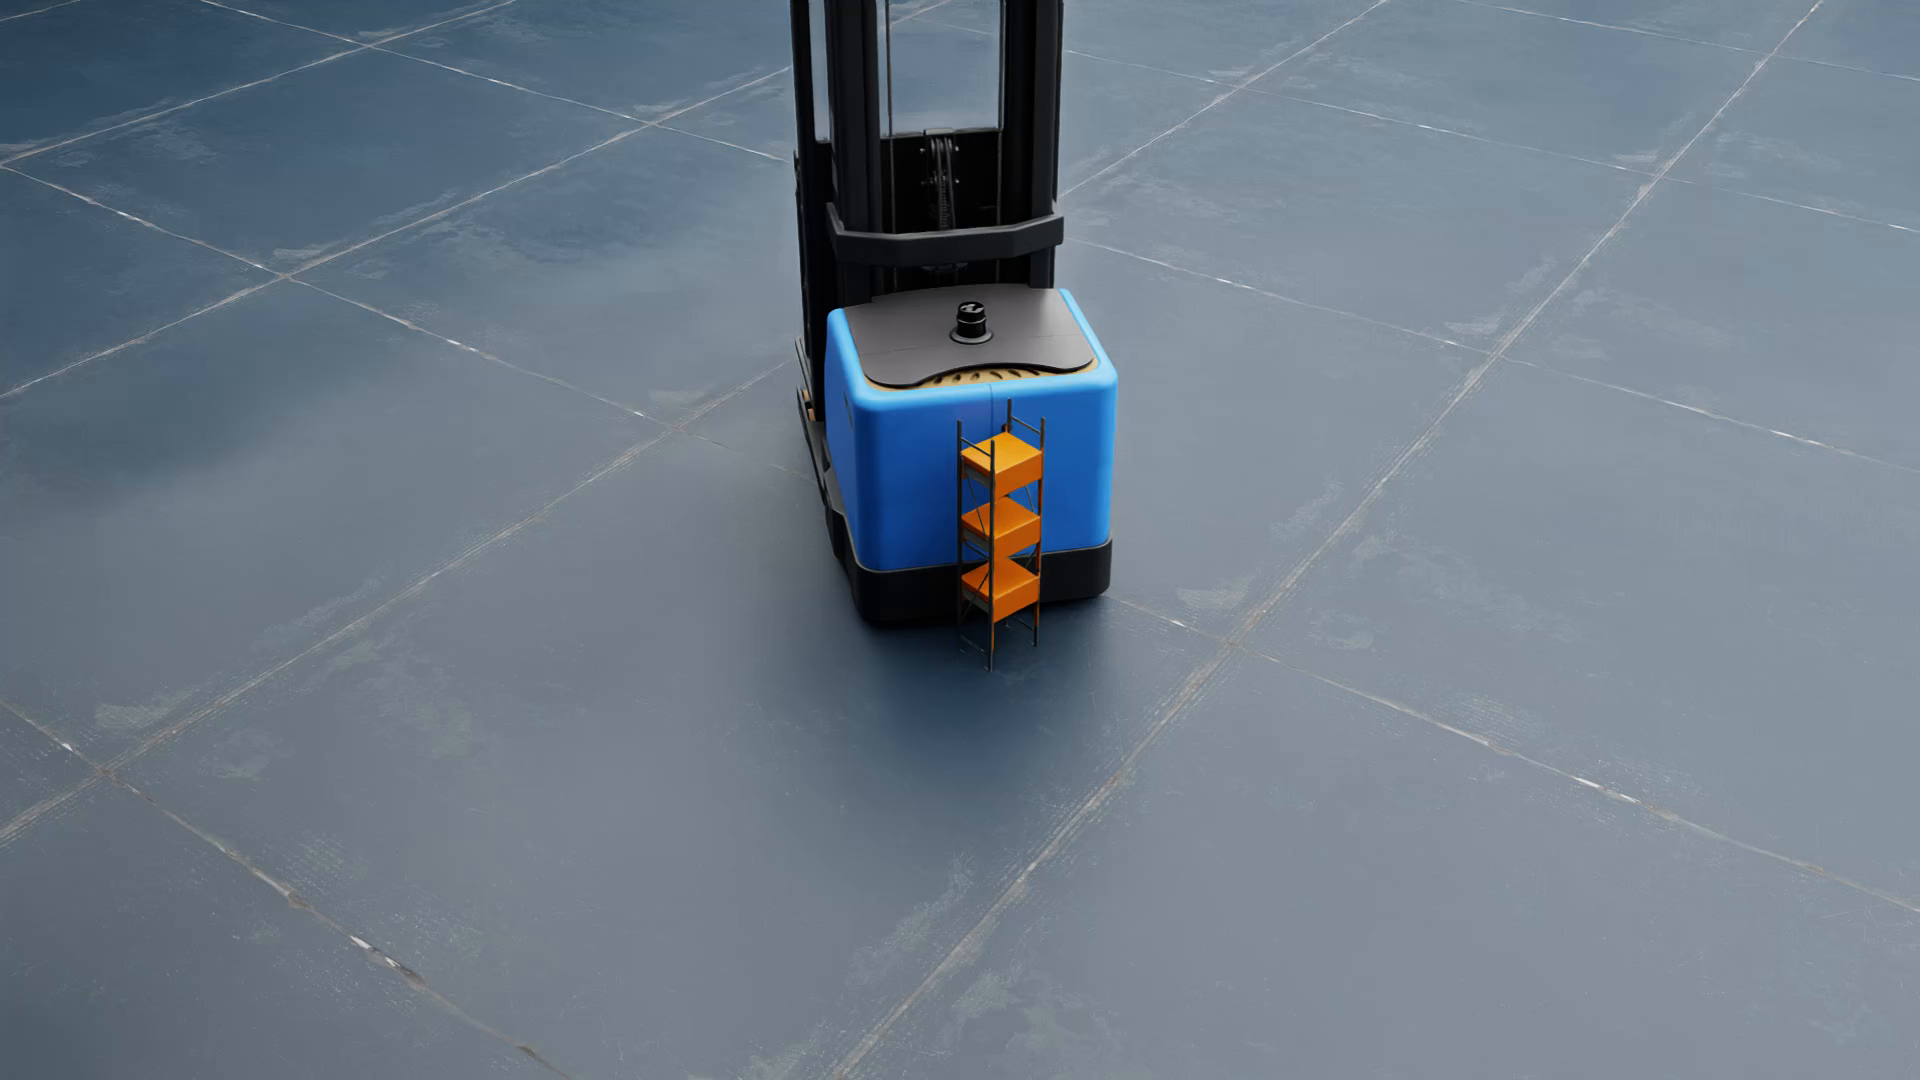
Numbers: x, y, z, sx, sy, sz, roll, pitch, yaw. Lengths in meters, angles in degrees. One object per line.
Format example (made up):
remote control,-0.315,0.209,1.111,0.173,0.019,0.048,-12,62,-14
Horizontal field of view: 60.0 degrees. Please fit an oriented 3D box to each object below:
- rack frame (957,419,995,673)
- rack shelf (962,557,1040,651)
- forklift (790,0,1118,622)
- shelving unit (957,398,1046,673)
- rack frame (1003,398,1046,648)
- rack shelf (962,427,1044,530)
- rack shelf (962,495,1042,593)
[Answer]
rack frame,0.057,0.041,6.253,0.008,1.050,0.200,-26,42,-33
rack shelf,0.150,0.235,6.480,0.240,0.259,0.215,-26,42,-33
forklift,-0.178,-1.707,7.157,1.130,2.935,3.031,-6,35,-9
shelving unit,0.150,-0.004,6.318,0.252,1.050,0.215,-26,42,-33
rack frame,0.243,-0.048,6.384,0.008,1.050,0.200,-26,42,-33
rack shelf,0.150,-0.230,6.165,0.240,0.259,0.215,-26,42,-33
rack shelf,0.150,0.005,6.324,0.240,0.259,0.215,-26,42,-33
